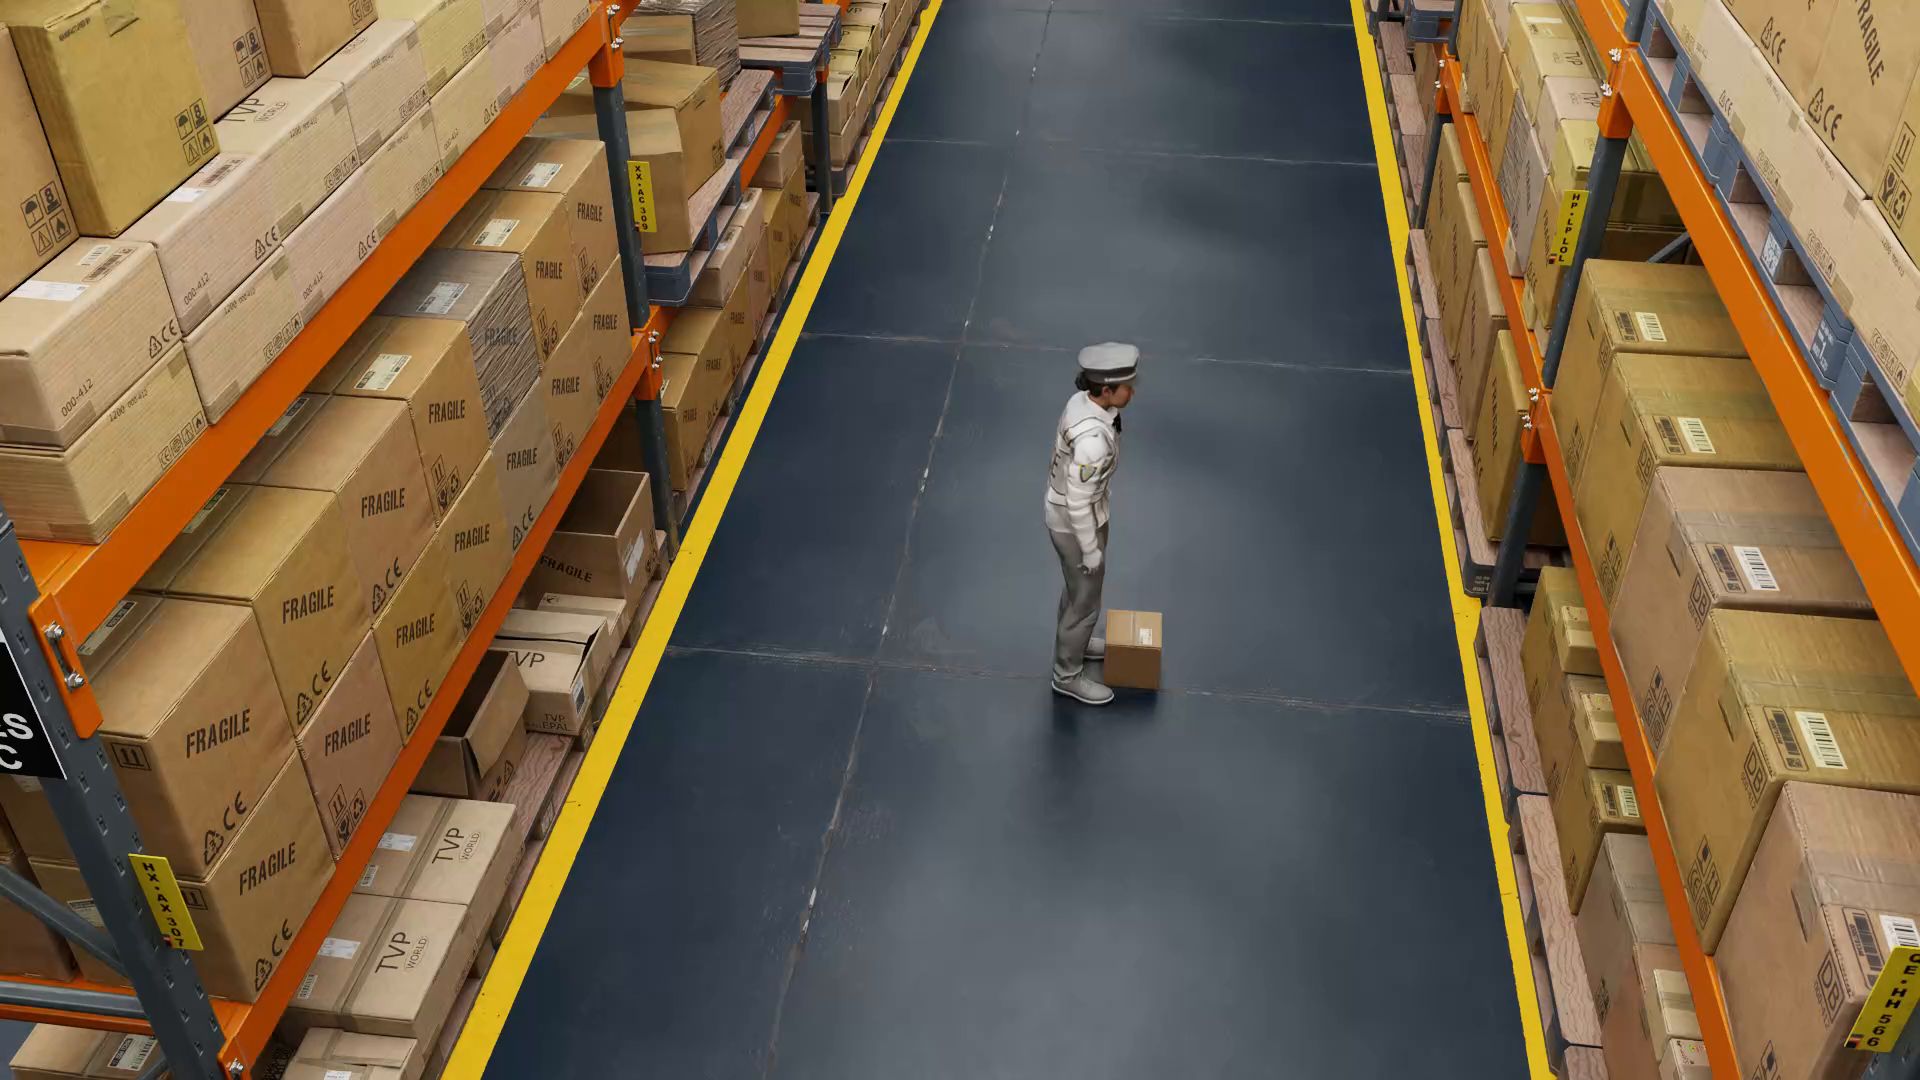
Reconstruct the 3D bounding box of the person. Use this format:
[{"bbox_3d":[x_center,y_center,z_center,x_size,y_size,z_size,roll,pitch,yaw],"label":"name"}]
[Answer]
[{"bbox_3d":[0.547,-0.084,7.150,0.376,1.661,0.530,4,37,6],"label":"person"}]
